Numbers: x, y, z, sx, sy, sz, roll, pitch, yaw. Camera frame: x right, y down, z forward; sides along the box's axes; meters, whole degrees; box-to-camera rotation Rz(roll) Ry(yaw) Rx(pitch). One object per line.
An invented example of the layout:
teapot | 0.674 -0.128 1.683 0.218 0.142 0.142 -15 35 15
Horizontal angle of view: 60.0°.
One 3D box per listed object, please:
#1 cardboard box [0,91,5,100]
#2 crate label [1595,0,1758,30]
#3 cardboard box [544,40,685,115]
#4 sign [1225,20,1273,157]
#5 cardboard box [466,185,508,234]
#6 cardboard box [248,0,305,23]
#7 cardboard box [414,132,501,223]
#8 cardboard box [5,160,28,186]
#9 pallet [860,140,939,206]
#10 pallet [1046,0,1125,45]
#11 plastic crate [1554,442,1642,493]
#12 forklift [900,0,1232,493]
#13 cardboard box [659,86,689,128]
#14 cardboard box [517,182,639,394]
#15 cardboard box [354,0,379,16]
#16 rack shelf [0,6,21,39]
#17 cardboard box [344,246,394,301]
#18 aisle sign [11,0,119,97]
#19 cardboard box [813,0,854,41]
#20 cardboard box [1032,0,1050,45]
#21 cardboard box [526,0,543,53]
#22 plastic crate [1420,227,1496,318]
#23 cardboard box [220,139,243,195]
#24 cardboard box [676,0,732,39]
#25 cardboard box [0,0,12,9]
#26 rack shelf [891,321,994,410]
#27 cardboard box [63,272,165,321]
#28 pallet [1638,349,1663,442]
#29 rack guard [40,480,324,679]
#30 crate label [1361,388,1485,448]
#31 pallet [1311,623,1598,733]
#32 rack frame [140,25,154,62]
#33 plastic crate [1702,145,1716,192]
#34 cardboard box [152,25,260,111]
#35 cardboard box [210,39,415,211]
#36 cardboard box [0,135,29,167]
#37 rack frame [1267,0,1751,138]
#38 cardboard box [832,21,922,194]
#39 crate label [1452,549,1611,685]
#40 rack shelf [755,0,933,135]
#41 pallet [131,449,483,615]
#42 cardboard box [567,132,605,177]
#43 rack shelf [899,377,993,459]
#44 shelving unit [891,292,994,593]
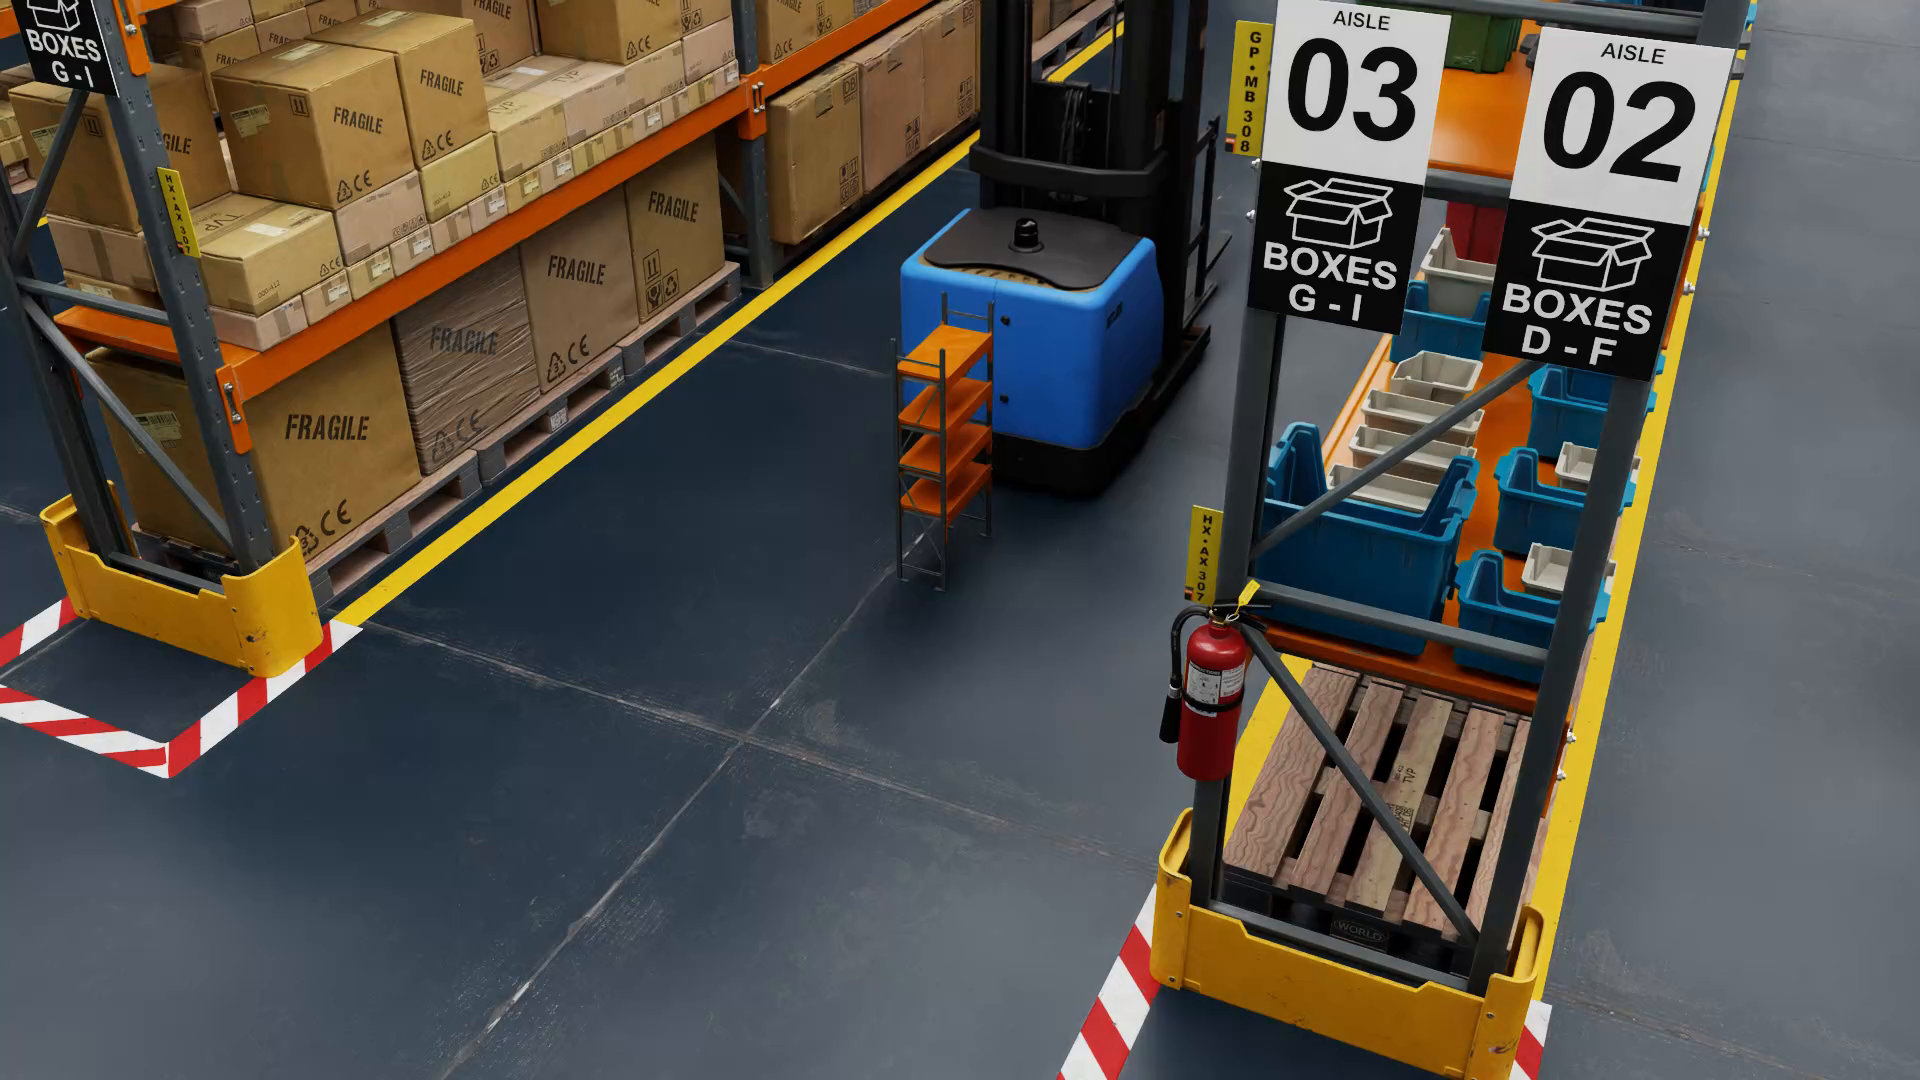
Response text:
cardboard box | -6.638 -2.929 11.155 0.380 0.149 0.250 14 36 20
crate label | 1.892 -1.342 4.461 0.408 0.251 0.502 14 36 20
cardboard box | -1.773 -2.416 8.565 0.500 0.250 0.500 15 36 22
sign | 0.706 -1.093 4.042 0.100 0.325 0.005 14 36 20
cardboard box | -2.302 -1.538 7.589 0.380 0.149 0.250 14 36 20
cardboard box | -5.306 -4.098 12.477 0.500 0.250 0.500 15 36 22
cardboard box | -2.415 -1.649 7.396 0.500 0.250 0.500 13 35 19
cardboard box | -6.387 -2.431 10.939 0.380 0.149 0.250 13 36 19
pallet | -0.849 -2.738 11.734 1.003 0.211 1.213 14 36 20
pallet | 0.901 -4.713 14.746 1.003 0.211 1.213 14 36 20
plastic crate | 2.108 -0.205 5.514 0.250 0.136 0.298 14 36 20
forklift | 0.758 -2.249 8.507 1.130 2.935 3.031 13 36 20
cardboard box | -1.658 -2.305 8.759 0.380 0.149 0.250 14 36 20
cardboard box | -2.338 -1.422 8.737 0.875 0.875 0.875 14 36 20
cardboard box | -4.867 -4.291 13.455 0.500 0.500 0.500 13 35 18
rack shelf | -6.912 -2.784 9.917 1.077 0.370 4.000 14 36 20
cardboard box | -2.625 -1.153 7.001 0.380 0.149 0.250 13 36 19
aisle sign | -3.044 -1.883 5.516 0.394 0.787 0.004 14 36 20
cardboard box | -0.984 -3.357 10.043 0.500 0.500 0.500 14 36 21
cardboard box | 0.323 -4.362 13.545 0.700 0.500 0.500 12 35 18
cardboard box | -2.258 -2.845 8.535 0.500 0.500 0.500 14 36 20
plastic crate | 2.080 -1.014 6.614 0.437 0.282 0.530 14 36 20
cardboard box | -3.112 -1.517 7.194 0.500 0.250 0.500 14 36 20
cardboard box | -1.562 -2.978 8.738 0.500 0.500 0.500 15 36 22
cardboard box | -6.157 -3.507 10.593 0.380 0.149 0.250 16 36 22
rack shelf | -0.069 -0.748 7.080 0.258 0.148 0.480 14 36 20
cardboard box | -3.436 -1.049 6.843 0.380 0.149 0.250 15 36 21
pallet | 3.247 -0.965 9.030 1.003 0.211 1.213 14 36 20
rack guard | -3.296 0.156 7.055 1.175 0.500 0.348 14 36 20
crate label | 1.618 -0.412 5.829 0.396 0.136 0.243 14 36 20
pallet | 2.104 0.394 6.956 1.003 0.211 1.213 14 36 20
rack frame | -6.076 -4.081 11.239 1.000 3.000 0.127 14 36 20
plastic crate | 3.000 -1.464 7.208 0.392 0.384 0.575 14 36 20
cardboard box | -5.525 -3.519 12.277 0.500 0.500 0.500 16 36 22
cardboard box | -2.631 -1.702 6.792 0.500 0.500 0.500 13 36 19
cardboard box | -6.311 -2.582 10.897 0.380 0.149 0.250 15 36 21
rack frame | 1.212 -2.273 3.010 1.000 3.000 0.127 14 36 20
cardboard box | -0.990 -2.949 11.066 1.225 0.875 0.875 13 35 19
crate label | 1.615 0.233 4.757 0.416 0.233 0.303 14 36 20
rack shelf | -0.776 -3.588 11.143 1.077 0.370 4.000 14 36 20
pallet | -3.023 -0.151 7.788 1.003 0.211 1.213 14 36 20
cardboard box | -1.980 -1.921 8.173 0.380 0.149 0.250 14 36 20
rack shelf | -0.069 -0.550 7.210 0.258 0.148 0.480 14 36 20
shelving unit | -0.069 -0.419 7.295 0.258 1.200 0.503 14 36 20
